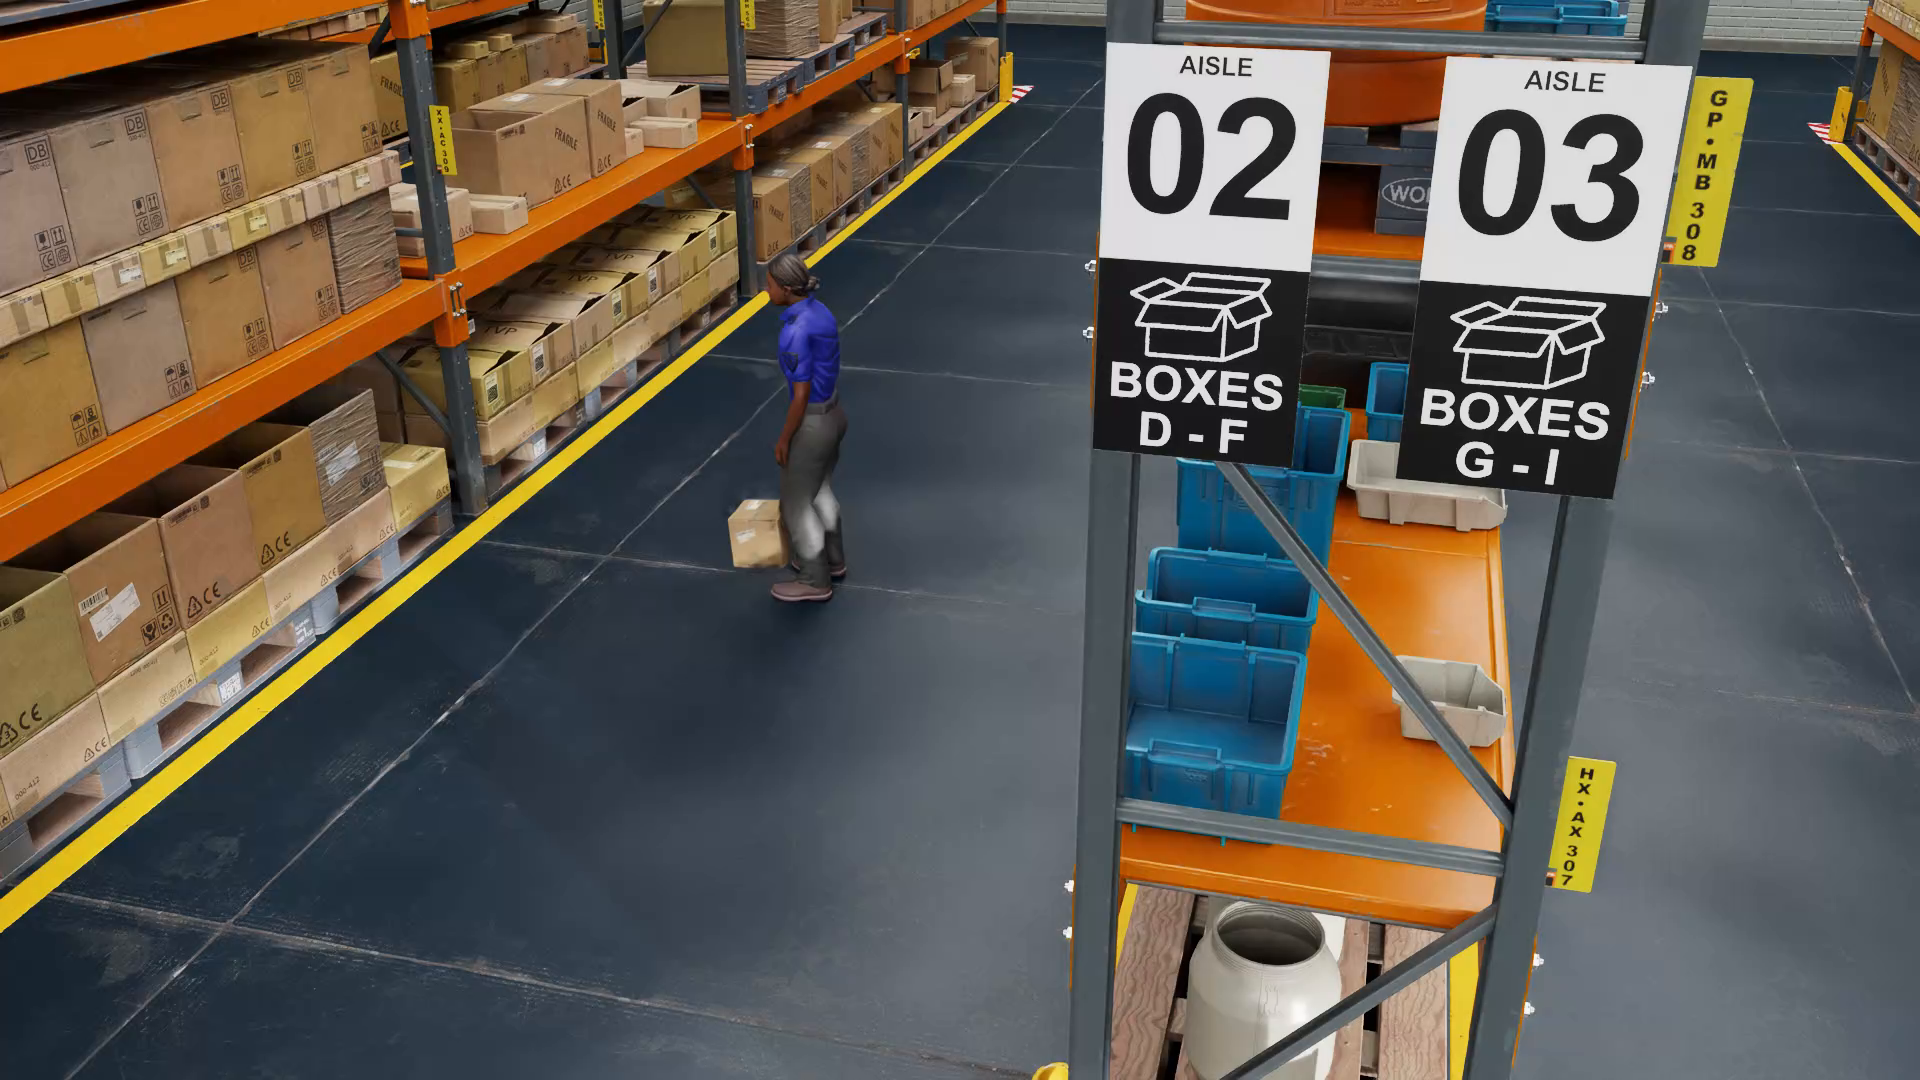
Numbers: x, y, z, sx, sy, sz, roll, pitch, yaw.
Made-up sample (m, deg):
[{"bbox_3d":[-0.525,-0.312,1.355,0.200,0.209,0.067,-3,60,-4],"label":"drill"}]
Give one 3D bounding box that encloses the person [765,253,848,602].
[{"bbox_3d":[-0.709,-0.523,7.710,0.344,1.657,0.500,6,26,11],"label":"person"}]
